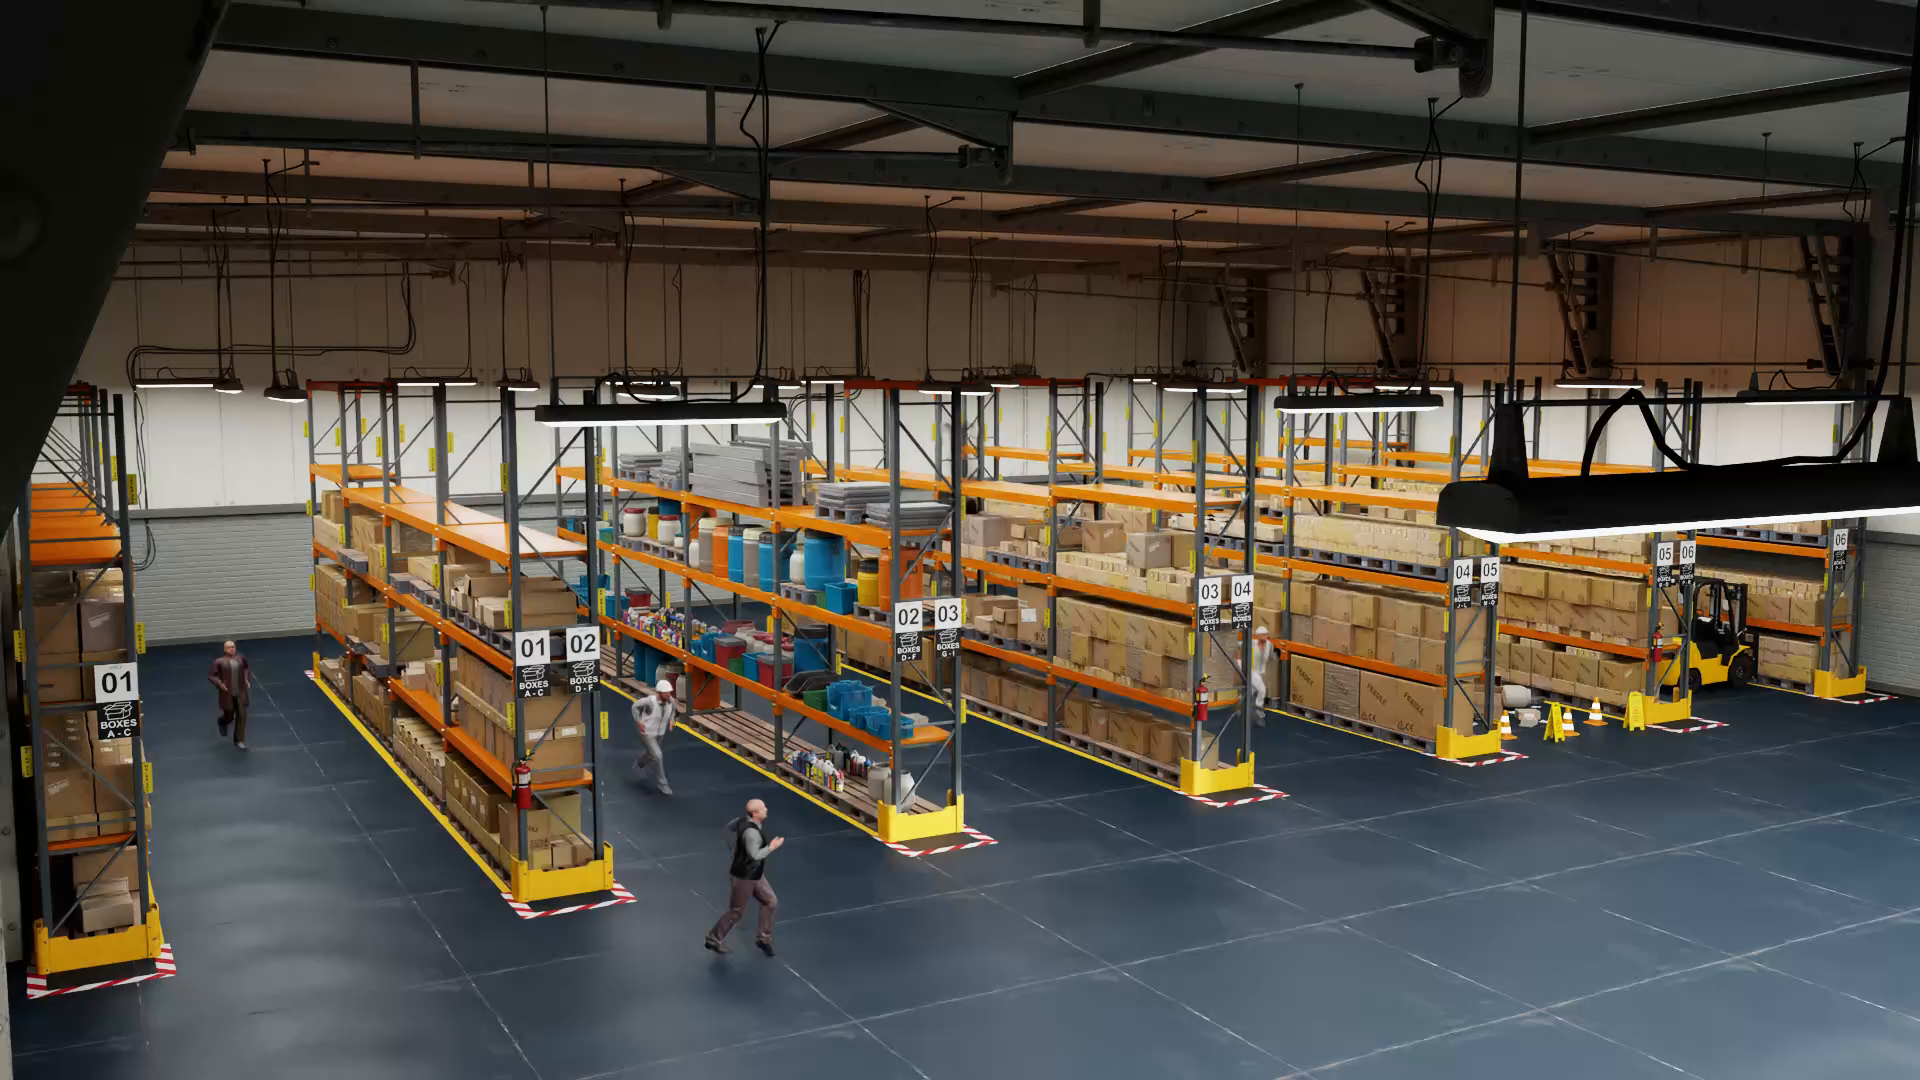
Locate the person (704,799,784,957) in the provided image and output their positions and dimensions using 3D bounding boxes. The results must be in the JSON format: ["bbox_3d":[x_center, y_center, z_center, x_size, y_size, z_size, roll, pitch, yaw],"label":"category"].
[{"bbox_3d":[-2.290,3.624,17.641,0.857,1.791,0.638,0,6,-2],"label":"person"}]

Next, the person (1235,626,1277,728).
[{"bbox_3d":[5.144,2.364,29.176,0.649,1.782,0.972,-4,7,-34],"label":"person"}]

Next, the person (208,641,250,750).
[{"bbox_3d":[-12.039,2.542,27.505,0.712,1.764,0.904,-5,8,-41],"label":"person"}]

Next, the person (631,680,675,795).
[{"bbox_3d":[-4.592,2.887,24.702,0.697,1.732,1.037,-5,8,-42],"label":"person"}]
